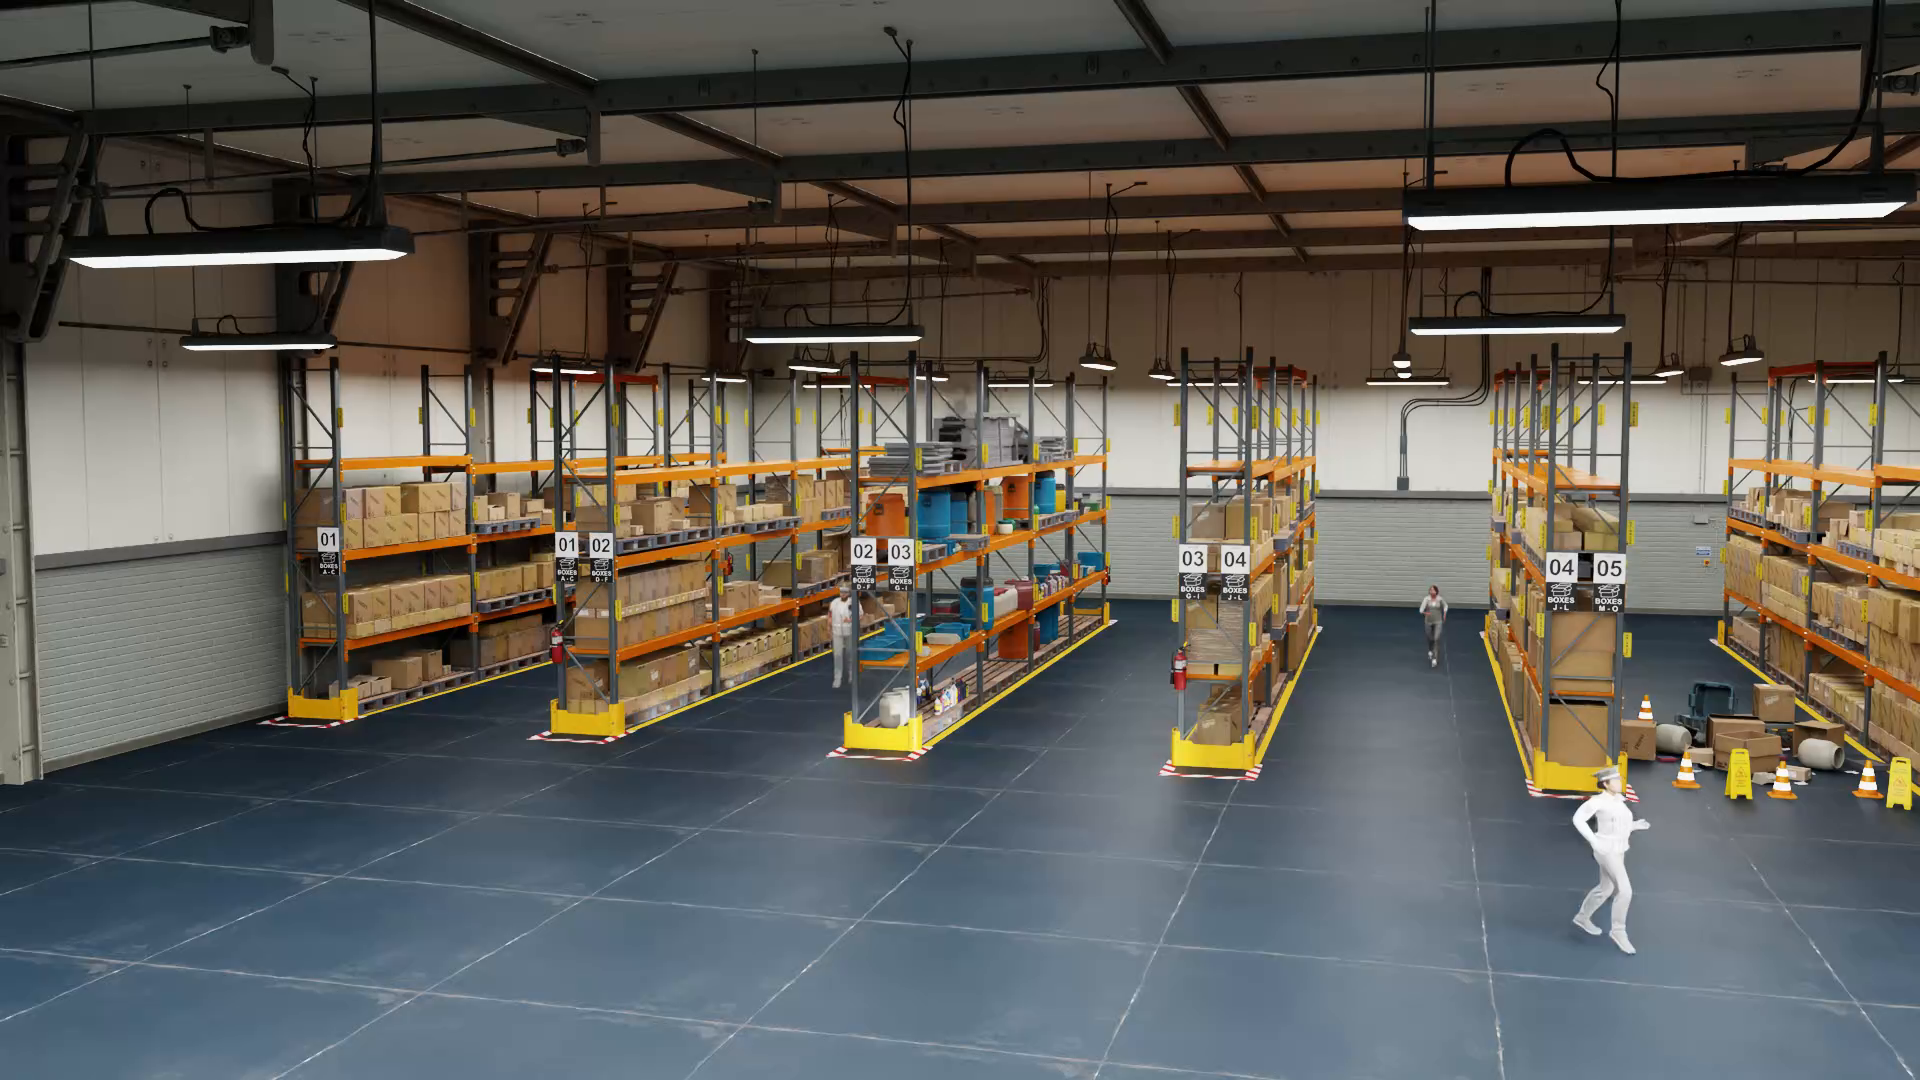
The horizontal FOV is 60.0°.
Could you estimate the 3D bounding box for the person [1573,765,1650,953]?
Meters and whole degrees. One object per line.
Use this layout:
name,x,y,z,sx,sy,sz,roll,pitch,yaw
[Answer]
person,6.165,3.001,15.786,0.709,1.747,0.593,4,6,44

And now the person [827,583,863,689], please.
person,-2.026,1.660,29.237,0.665,1.816,0.826,0,4,6

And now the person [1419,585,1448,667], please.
person,9.614,1.720,33.783,0.550,1.614,0.843,1,4,19
